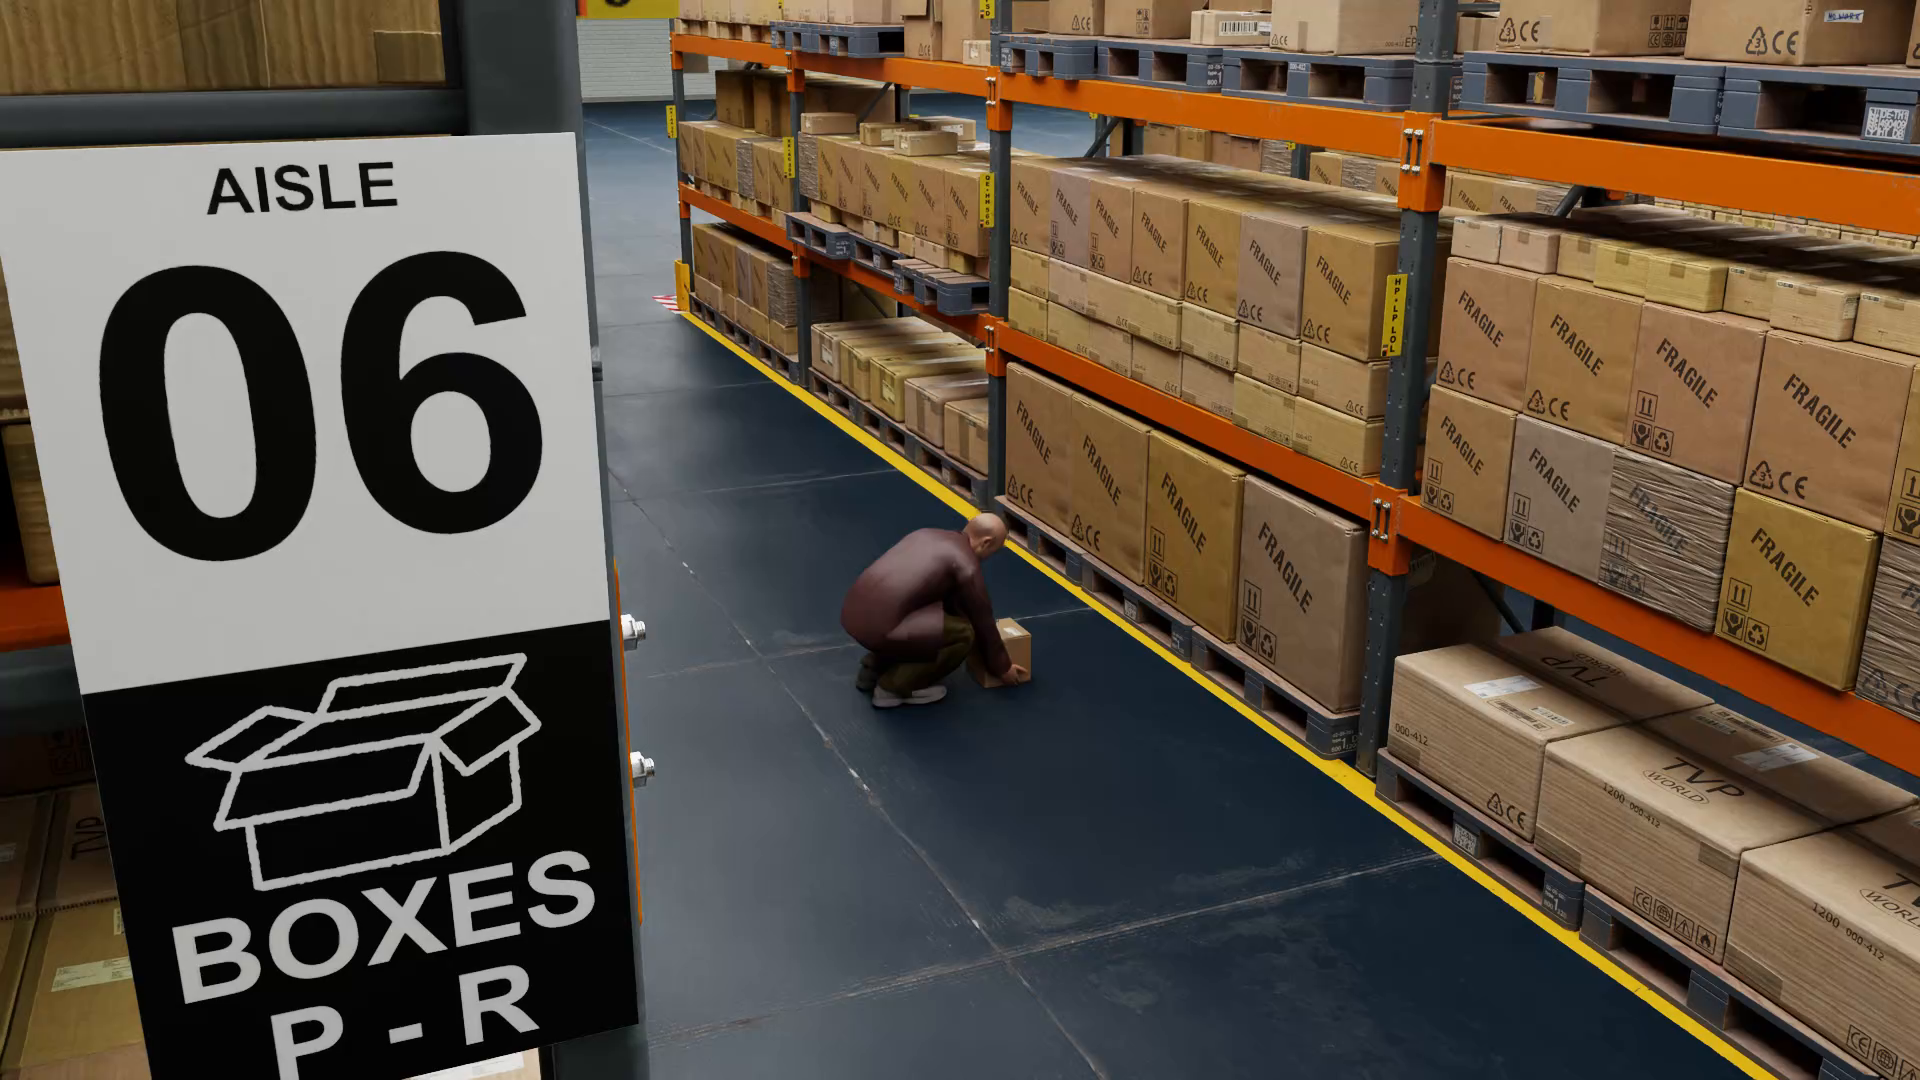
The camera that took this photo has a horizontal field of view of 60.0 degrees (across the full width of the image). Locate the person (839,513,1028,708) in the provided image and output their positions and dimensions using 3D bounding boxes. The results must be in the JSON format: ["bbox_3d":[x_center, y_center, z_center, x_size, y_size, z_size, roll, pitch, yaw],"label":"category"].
[{"bbox_3d":[-0.143,0.349,8.090,0.911,0.887,0.587,-8,20,-22],"label":"person"}]
